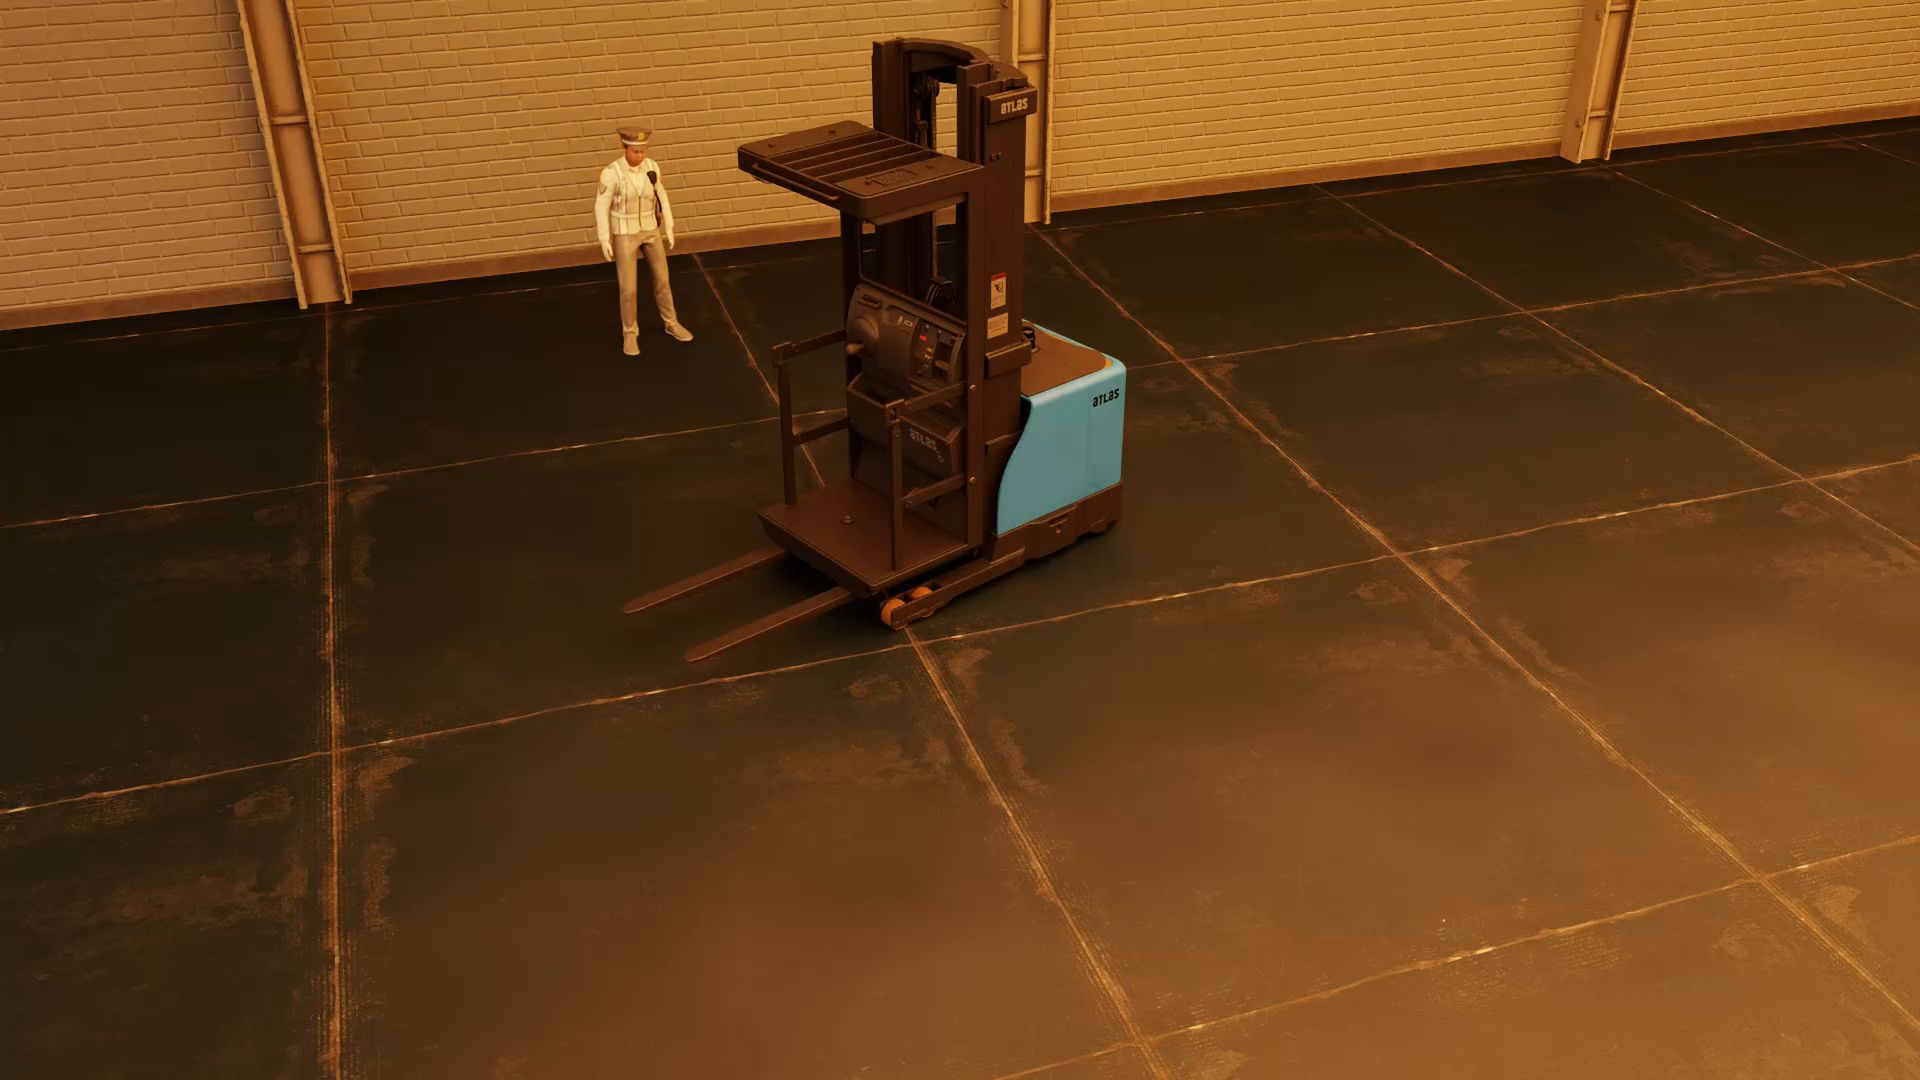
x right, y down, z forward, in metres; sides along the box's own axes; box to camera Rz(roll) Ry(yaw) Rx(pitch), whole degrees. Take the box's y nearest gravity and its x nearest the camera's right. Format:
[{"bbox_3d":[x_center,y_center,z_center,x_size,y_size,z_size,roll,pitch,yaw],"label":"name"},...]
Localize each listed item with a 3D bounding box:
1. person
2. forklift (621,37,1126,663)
[{"bbox_3d":[-2.363,-2.226,12.233,0.610,1.667,0.397,-19,35,-29],"label":"person"},{"bbox_3d":[-0.461,-1.072,8.951,3.031,2.935,1.130,-23,37,-34],"label":"forklift"}]
